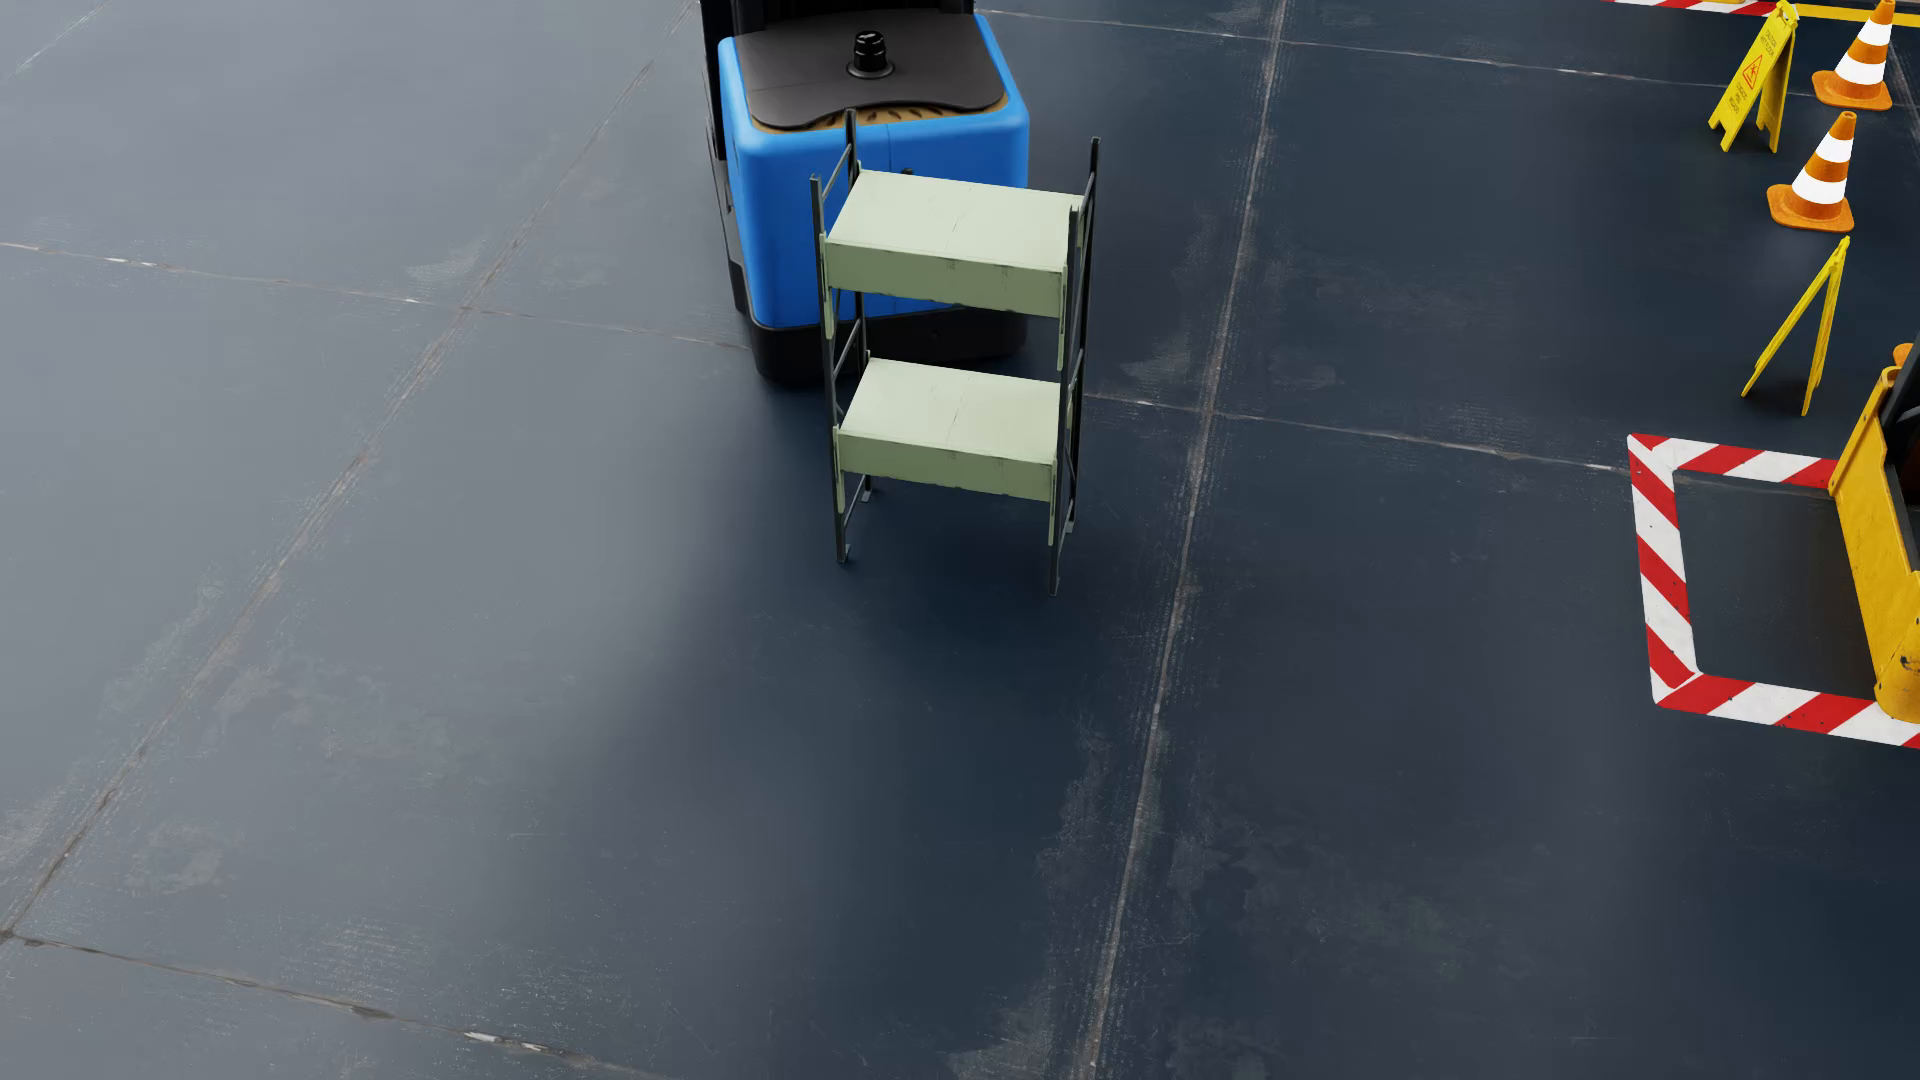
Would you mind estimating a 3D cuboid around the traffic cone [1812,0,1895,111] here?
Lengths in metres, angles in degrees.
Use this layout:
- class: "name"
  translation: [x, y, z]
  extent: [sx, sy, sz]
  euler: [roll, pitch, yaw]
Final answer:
- class: "traffic cone"
  translation: [4.279, -2.318, 7.825]
  extent: [0.334, 0.463, 0.336]
  euler: [9, 45, 9]

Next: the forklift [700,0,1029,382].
- class: "forklift"
  translation: [-0.536, -2.688, 6.429]
  extent: [1.130, 2.935, 3.031]
  euler: [-8, 44, -8]

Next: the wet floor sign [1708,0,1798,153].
- class: "wet floor sign"
  translation: [3.610, -2.090, 7.456]
  extent: [0.232, 0.644, 0.267]
  euler: [2, 44, 2]

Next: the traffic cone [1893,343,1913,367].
- class: "traffic cone"
  translation: [3.790, -0.802, 6.250]
  extent: [0.334, 0.463, 0.336]
  euler: [9, 45, 9]

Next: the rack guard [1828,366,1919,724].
- class: "rack guard"
  translation: [3.162, 0.003, 5.386]
  extent: [0.348, 0.500, 1.175]
  euler: [9, 45, 9]

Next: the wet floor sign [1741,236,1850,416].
- class: "wet floor sign"
  translation: [3.136, -0.813, 6.130]
  extent: [0.232, 0.644, 0.267]
  euler: [24, 49, 23]

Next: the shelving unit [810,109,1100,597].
- class: "shelving unit"
  translation: [-0.007, -0.541, 5.231]
  extent: [0.755, 1.500, 0.431]
  euler: [9, 45, 9]

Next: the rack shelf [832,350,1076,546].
- class: "rack shelf"
  translation: [-0.007, -0.306, 5.457]
  extent: [0.720, 0.370, 0.431]
  euler: [9, 45, 9]

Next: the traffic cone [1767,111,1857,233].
- class: "traffic cone"
  translation: [3.700, -1.605, 7.084]
  extent: [0.334, 0.463, 0.336]
  euler: [9, 45, 9]

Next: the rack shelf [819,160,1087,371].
- class: "rack shelf"
  translation: [-0.007, -0.823, 4.960]
  extent: [0.720, 0.370, 0.431]
  euler: [9, 45, 9]

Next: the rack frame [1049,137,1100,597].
- class: "rack frame"
  translation: [0.351, -0.486, 5.173]
  extent: [0.023, 1.500, 0.400]
  euler: [9, 45, 9]

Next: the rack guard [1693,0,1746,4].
- class: "rack guard"
  translation: [4.047, -3.377, 8.898]
  extent: [0.348, 0.500, 1.175]
  euler: [9, 45, 9]

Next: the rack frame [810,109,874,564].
- class: "rack frame"
  translation: [-0.364, -0.597, 5.289]
  extent: [0.023, 1.500, 0.400]
  euler: [9, 45, 9]

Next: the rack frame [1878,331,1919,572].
- class: "rack frame"
  translation: [3.088, -0.909, 4.531]
  extent: [0.127, 3.000, 1.000]
  euler: [9, 45, 9]
